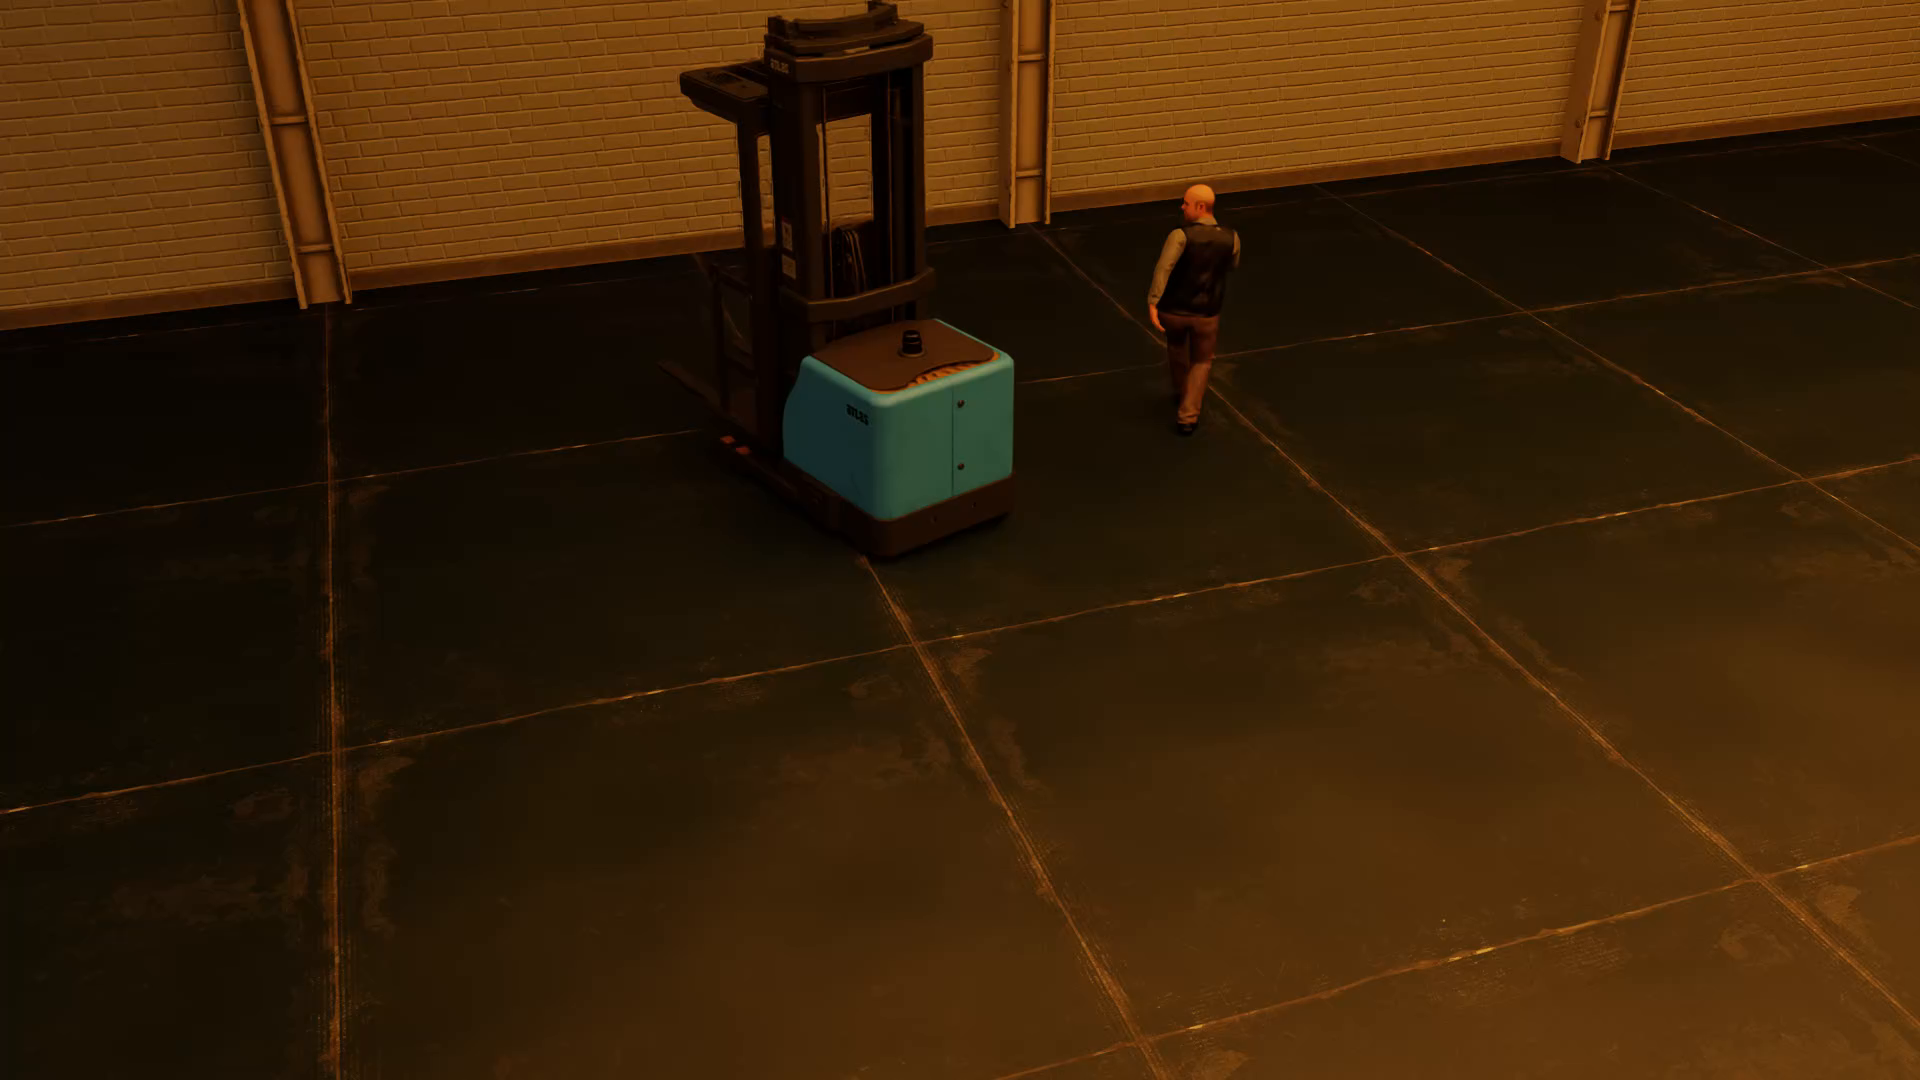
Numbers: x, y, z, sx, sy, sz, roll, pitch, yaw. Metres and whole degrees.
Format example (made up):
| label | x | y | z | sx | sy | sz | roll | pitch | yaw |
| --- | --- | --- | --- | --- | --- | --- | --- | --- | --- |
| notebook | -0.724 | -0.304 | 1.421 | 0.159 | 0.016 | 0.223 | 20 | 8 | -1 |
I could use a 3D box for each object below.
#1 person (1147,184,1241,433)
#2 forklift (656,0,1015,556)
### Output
| label | x | y | z | sx | sy | sz | roll | pitch | yaw |
| --- | --- | --- | --- | --- | --- | --- | --- | --- | --- |
| person | 1.549 | -1.543 | 11.099 | 0.570 | 1.700 | 0.896 | 5 | 30 | 9 |
| forklift | -0.964 | -1.847 | 10.296 | 1.130 | 2.935 | 3.031 | -21 | 36 | -32 |
